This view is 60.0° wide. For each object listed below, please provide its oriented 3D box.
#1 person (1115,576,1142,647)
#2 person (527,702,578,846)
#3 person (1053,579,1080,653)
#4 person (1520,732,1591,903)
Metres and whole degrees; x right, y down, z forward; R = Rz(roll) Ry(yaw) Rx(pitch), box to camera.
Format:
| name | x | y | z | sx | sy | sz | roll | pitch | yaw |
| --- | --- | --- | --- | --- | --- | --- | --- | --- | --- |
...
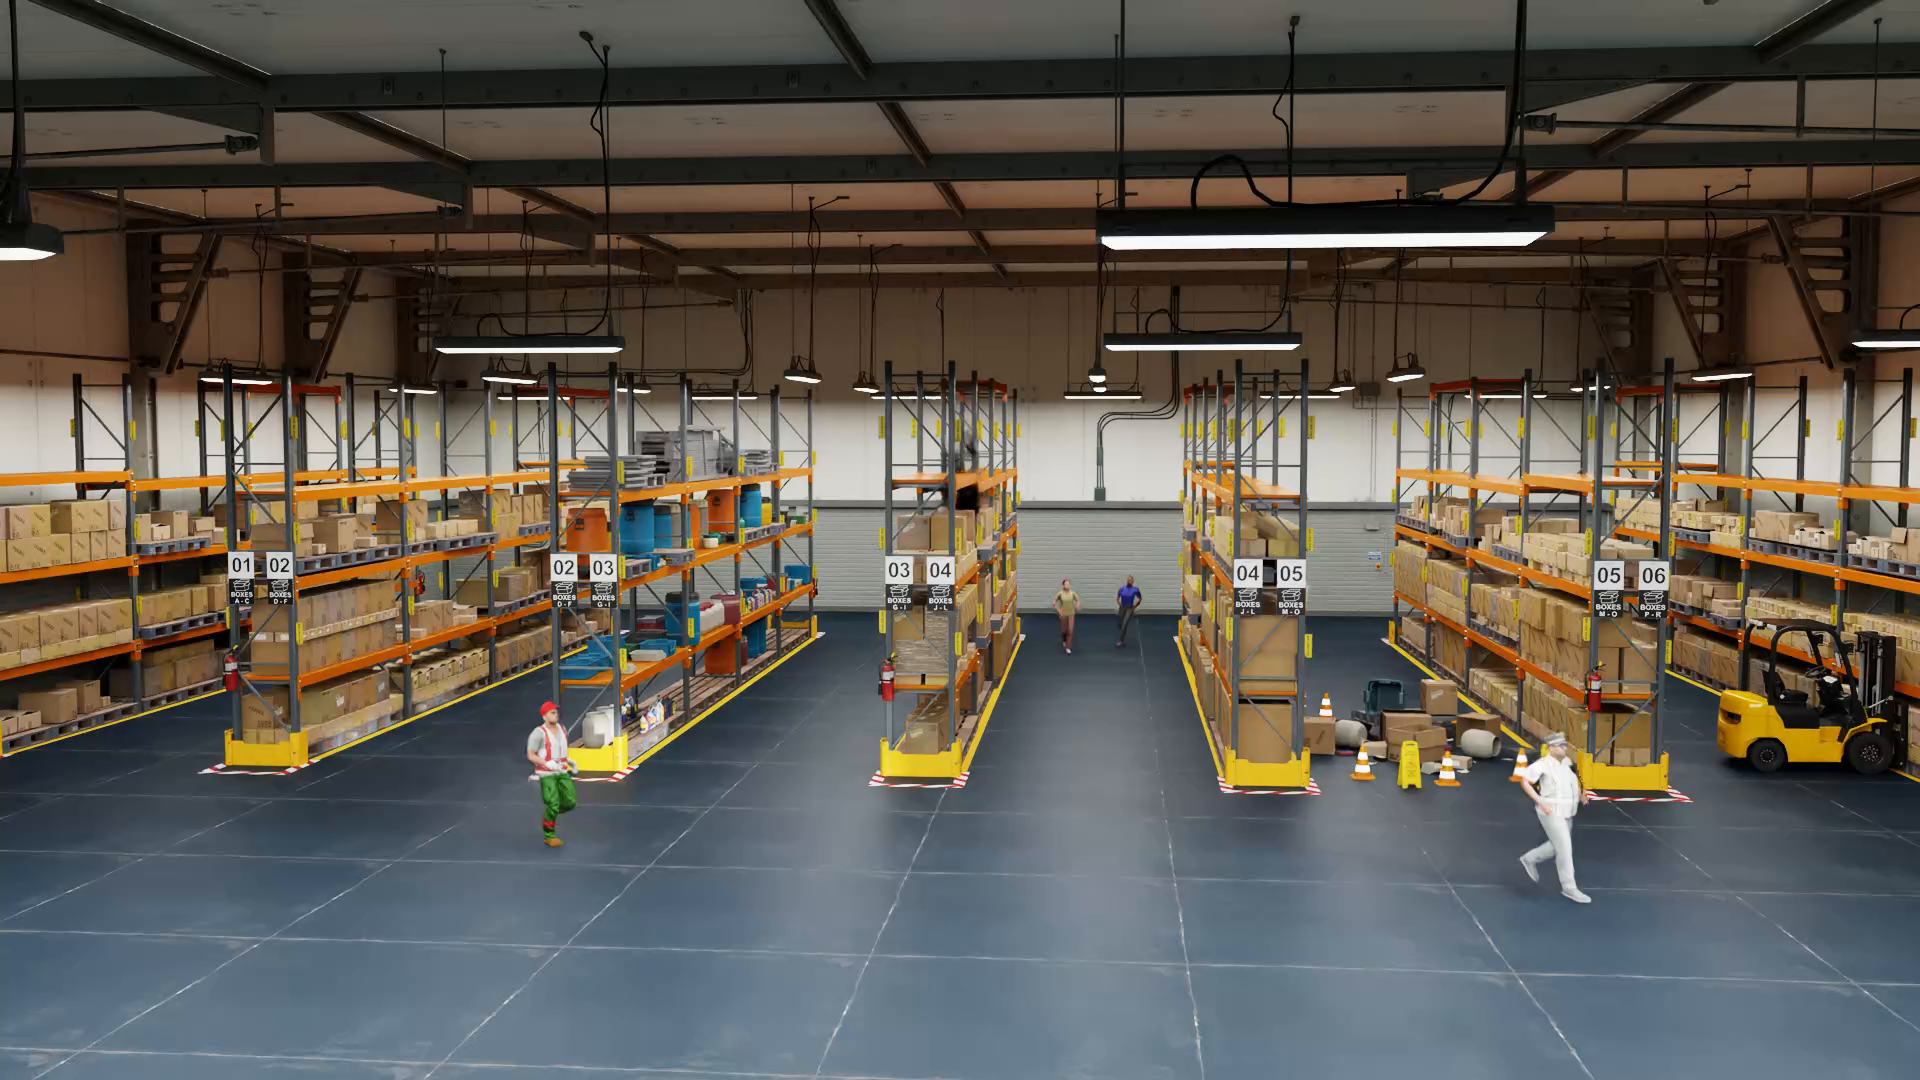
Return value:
| name | x | y | z | sx | sy | sz | roll | pitch | yaw |
| --- | --- | --- | --- | --- | --- | --- | --- | --- | --- |
| person | 3.938 | 1.694 | 38.829 | 0.604 | 1.544 | 0.776 | 1 | 4 | 19 |
| person | -4.900 | 2.816 | 20.047 | 0.594 | 1.742 | 0.655 | 3 | 5 | 36 |
| person | 2.433 | 1.718 | 37.761 | 0.625 | 1.655 | 0.614 | 0 | 4 | -8 |
| person | 6.398 | 2.929 | 17.886 | 0.672 | 1.771 | 0.934 | -3 | 5 | -37 |
